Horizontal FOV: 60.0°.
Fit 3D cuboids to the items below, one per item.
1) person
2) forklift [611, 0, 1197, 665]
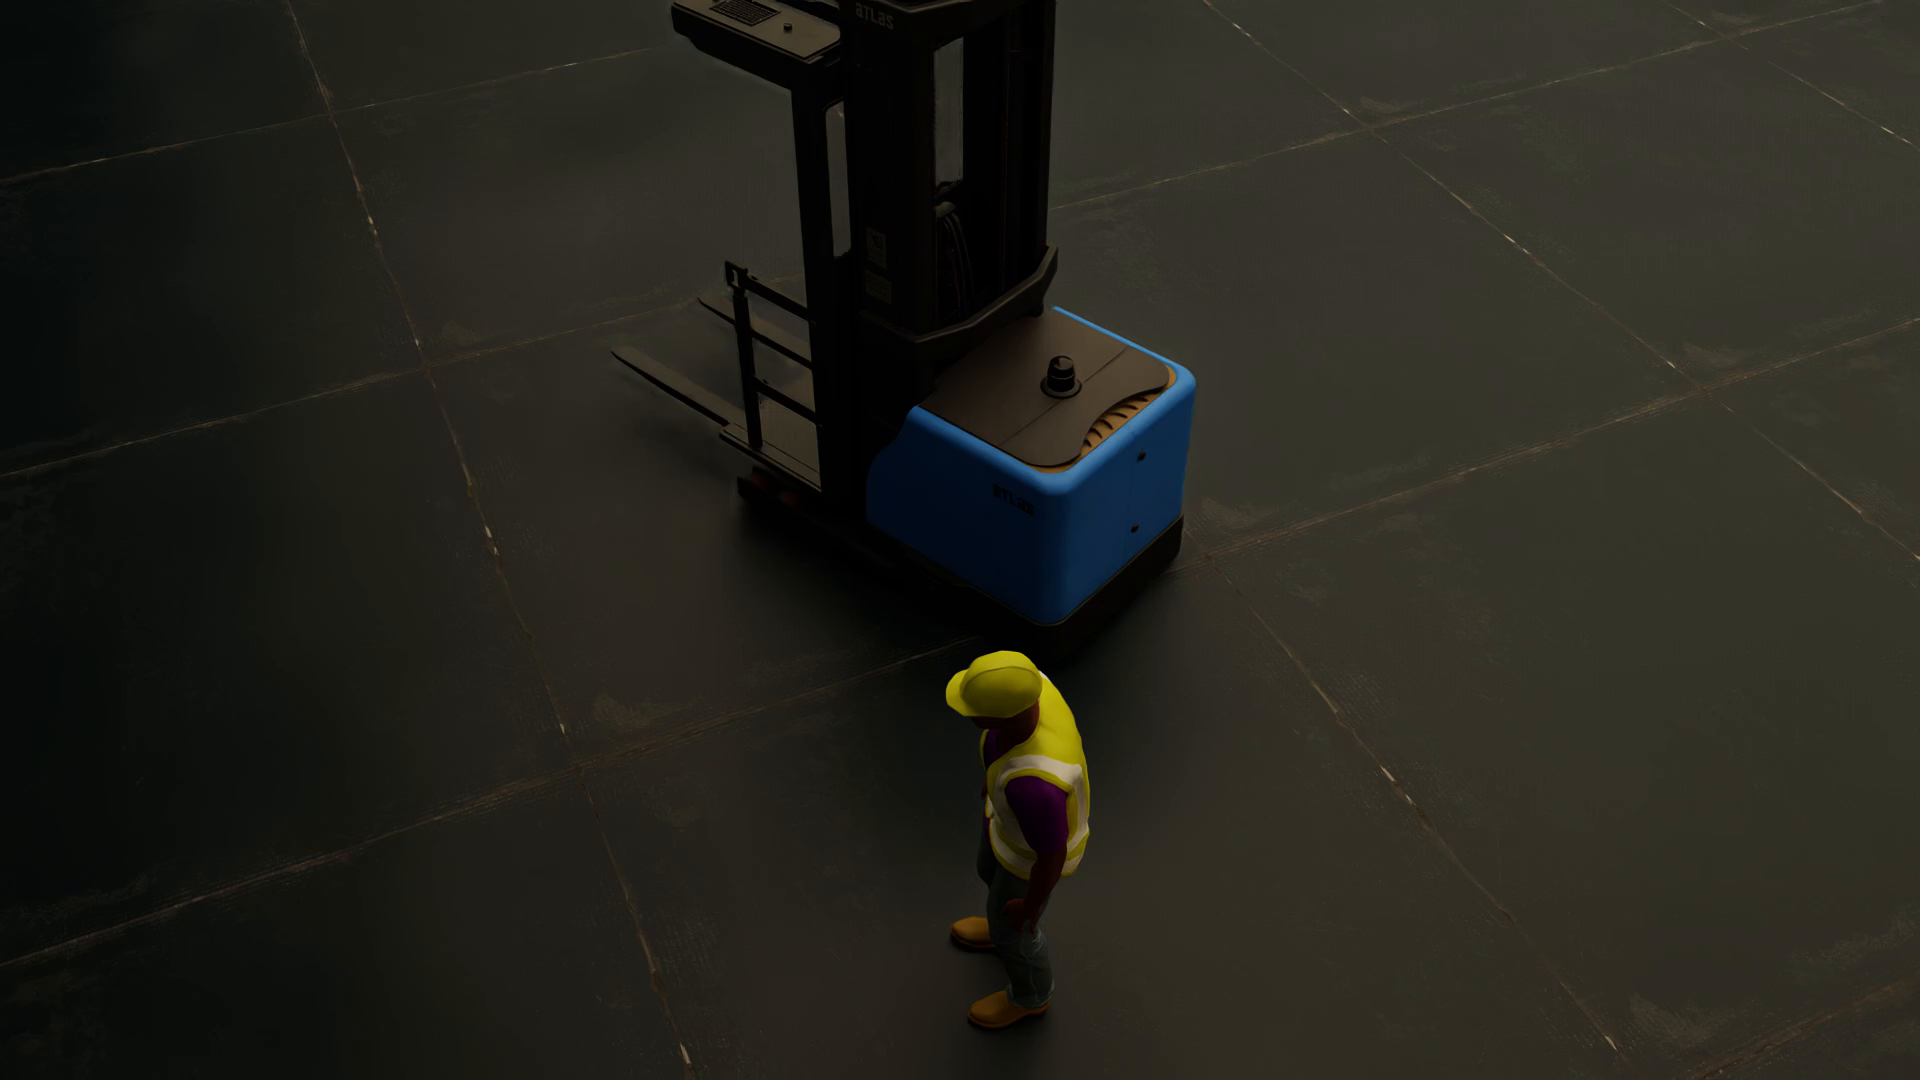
[{"bbox_3d":[0.181,0.970,5.502,0.458,1.759,0.643,-5,43,-5],"label":"person"},{"bbox_3d":[-0.432,-1.394,7.174,3.031,2.935,1.130,30,51,28],"label":"forklift"}]
